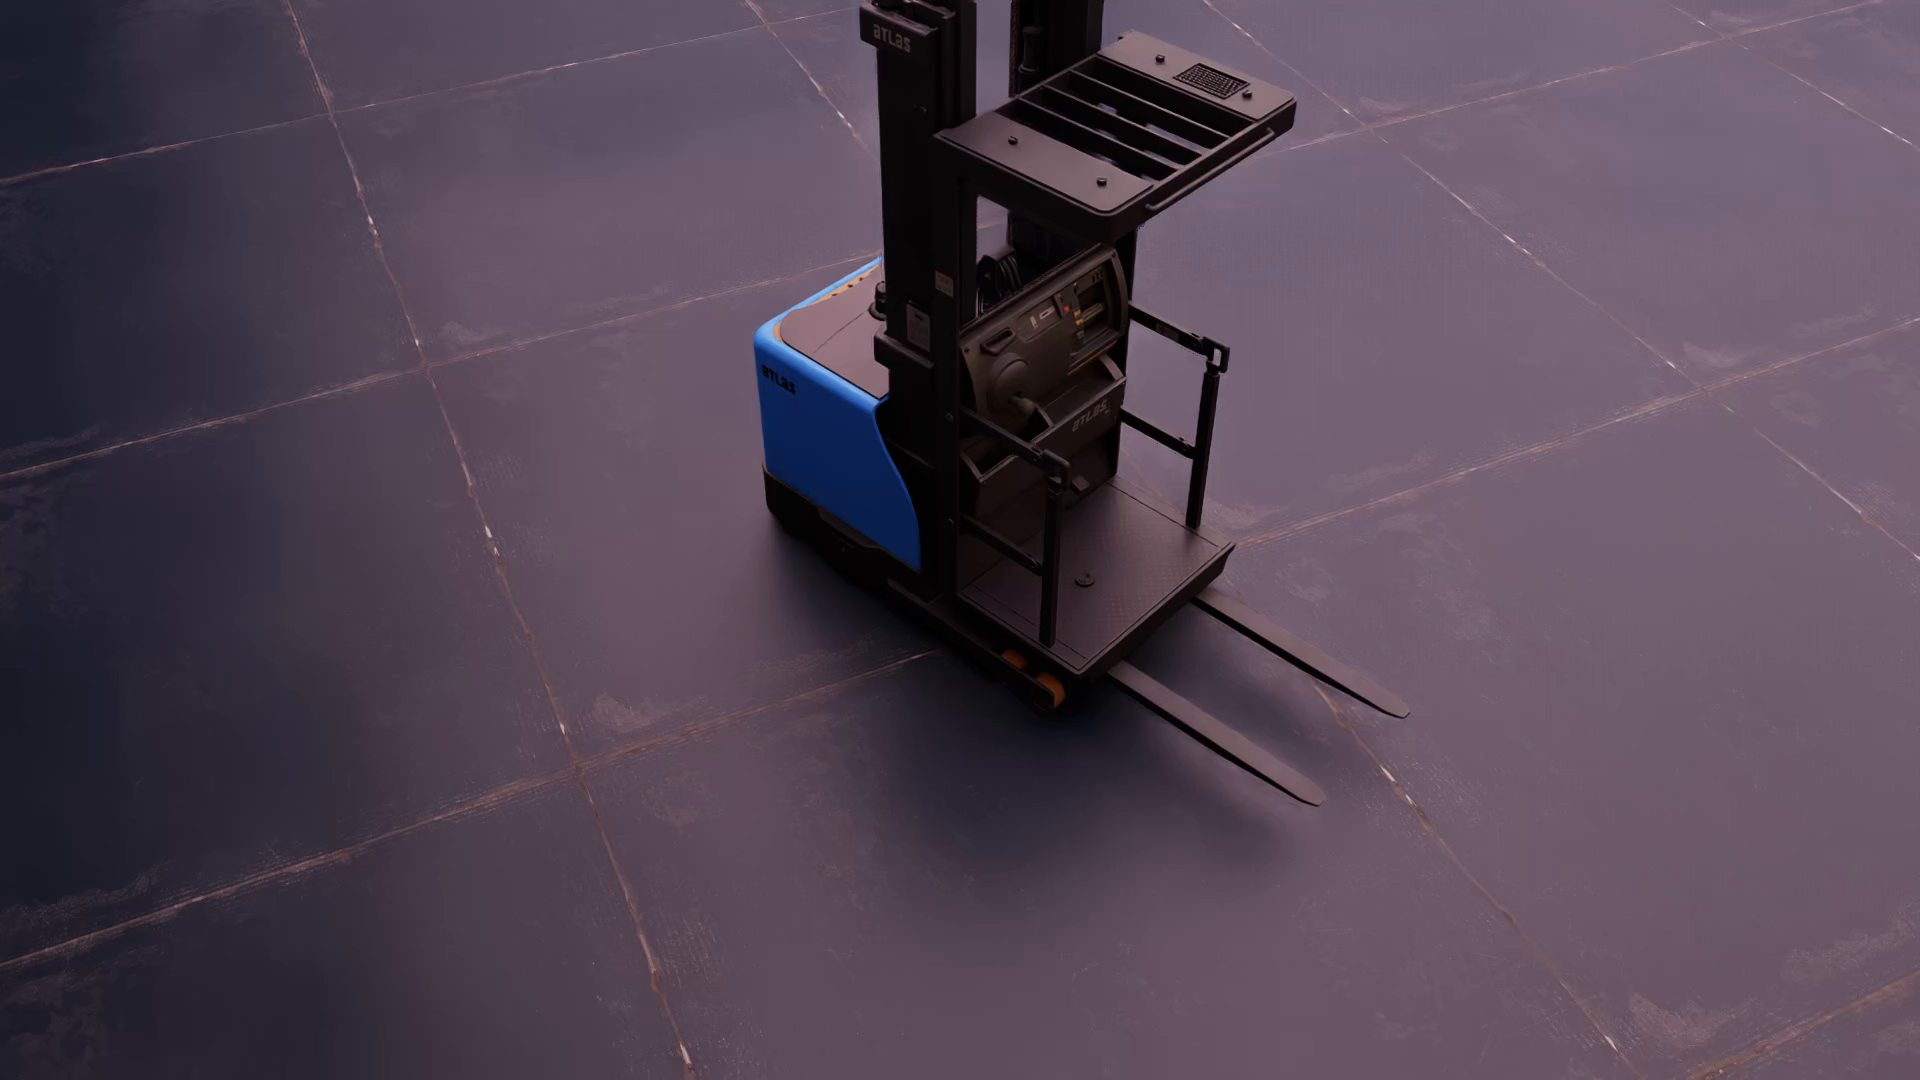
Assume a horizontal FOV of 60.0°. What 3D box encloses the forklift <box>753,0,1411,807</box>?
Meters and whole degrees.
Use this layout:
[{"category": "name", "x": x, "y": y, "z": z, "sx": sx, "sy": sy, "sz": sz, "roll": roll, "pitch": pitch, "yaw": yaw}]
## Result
[{"category": "forklift", "x": 0.500, "y": -0.753, "z": 6.487, "sx": 3.031, "sy": 2.935, "sz": 1.130, "roll": 32, "pitch": 52, "yaw": 30}]
